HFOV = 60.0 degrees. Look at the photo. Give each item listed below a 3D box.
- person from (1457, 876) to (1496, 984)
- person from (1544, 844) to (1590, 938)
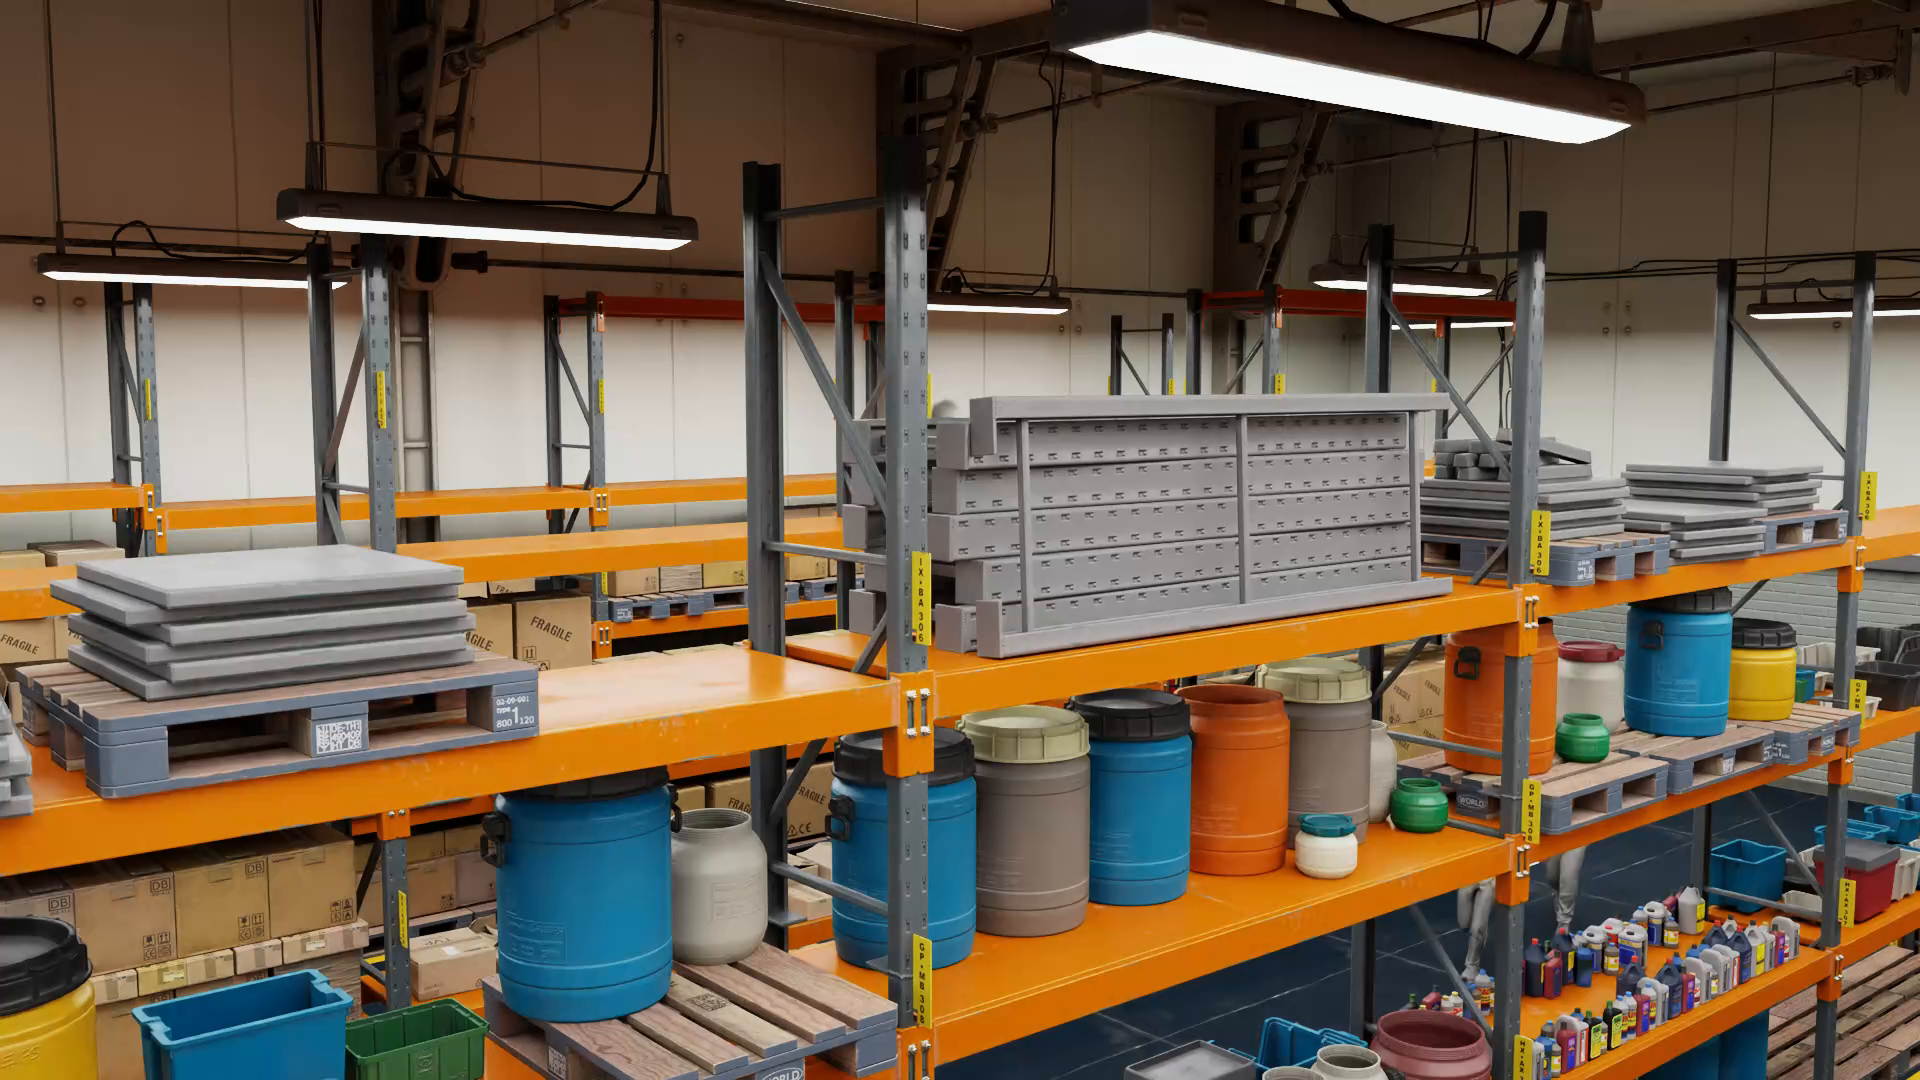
[{"bbox_3d":[4.534,2.959,14.467,0.617,1.666,0.696,4,7,34],"label":"person"},{"bbox_3d":[5.707,2.790,15.683,0.675,1.788,0.883,3,6,31],"label":"person"}]
